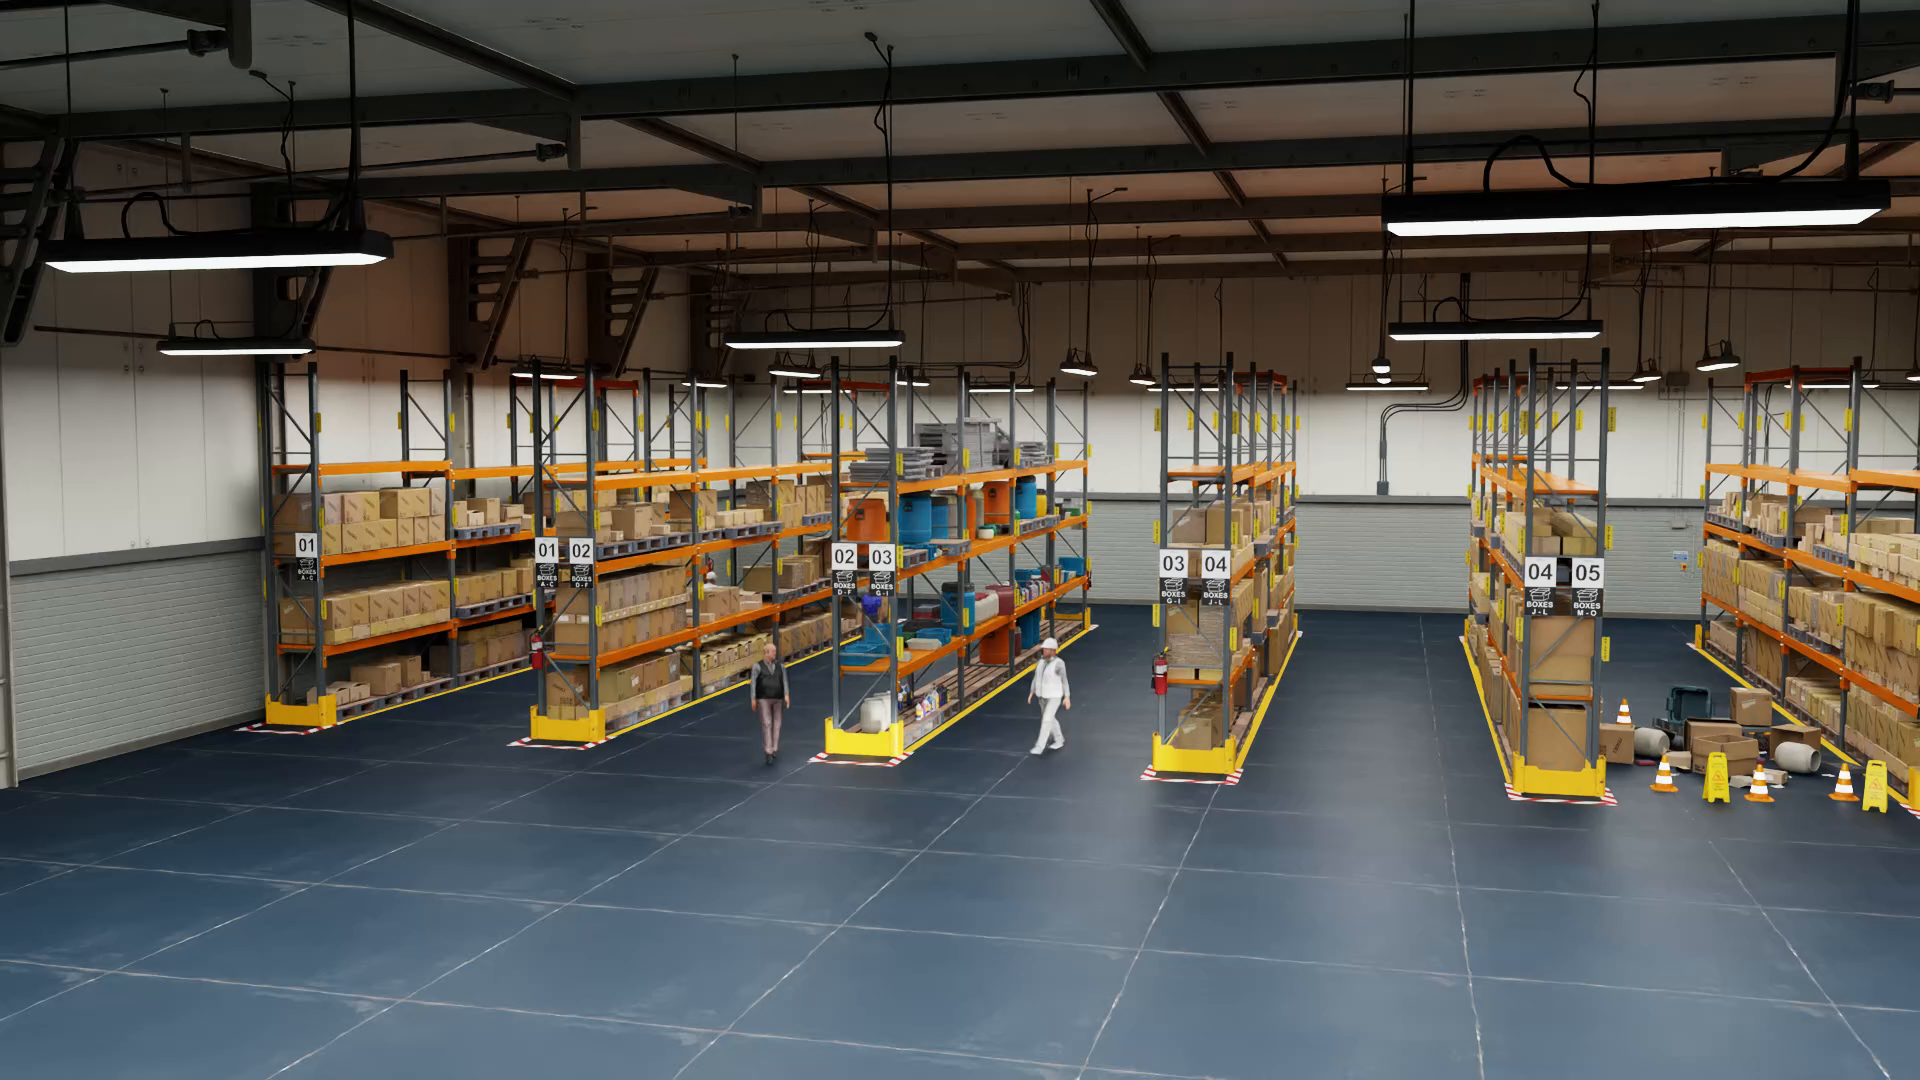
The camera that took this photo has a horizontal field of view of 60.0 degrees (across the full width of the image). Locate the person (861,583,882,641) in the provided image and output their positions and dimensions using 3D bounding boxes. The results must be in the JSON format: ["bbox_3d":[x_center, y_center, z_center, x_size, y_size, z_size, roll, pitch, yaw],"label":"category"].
[{"bbox_3d":[-1.882,1.701,35.335,0.513,1.593,1.021,1,4,13],"label":"person"}]

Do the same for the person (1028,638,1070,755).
[{"bbox_3d":[1.289,2.350,25.186,0.990,1.719,0.581,-4,5,-42],"label":"person"}]

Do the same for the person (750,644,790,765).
[{"bbox_3d":[-2.755,2.440,24.675,0.565,1.700,0.739,-2,5,-27],"label":"person"}]

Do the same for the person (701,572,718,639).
[{"bbox_3d":[-5.434,1.579,35.846,0.586,1.785,0.475,1,4,18],"label":"person"}]
